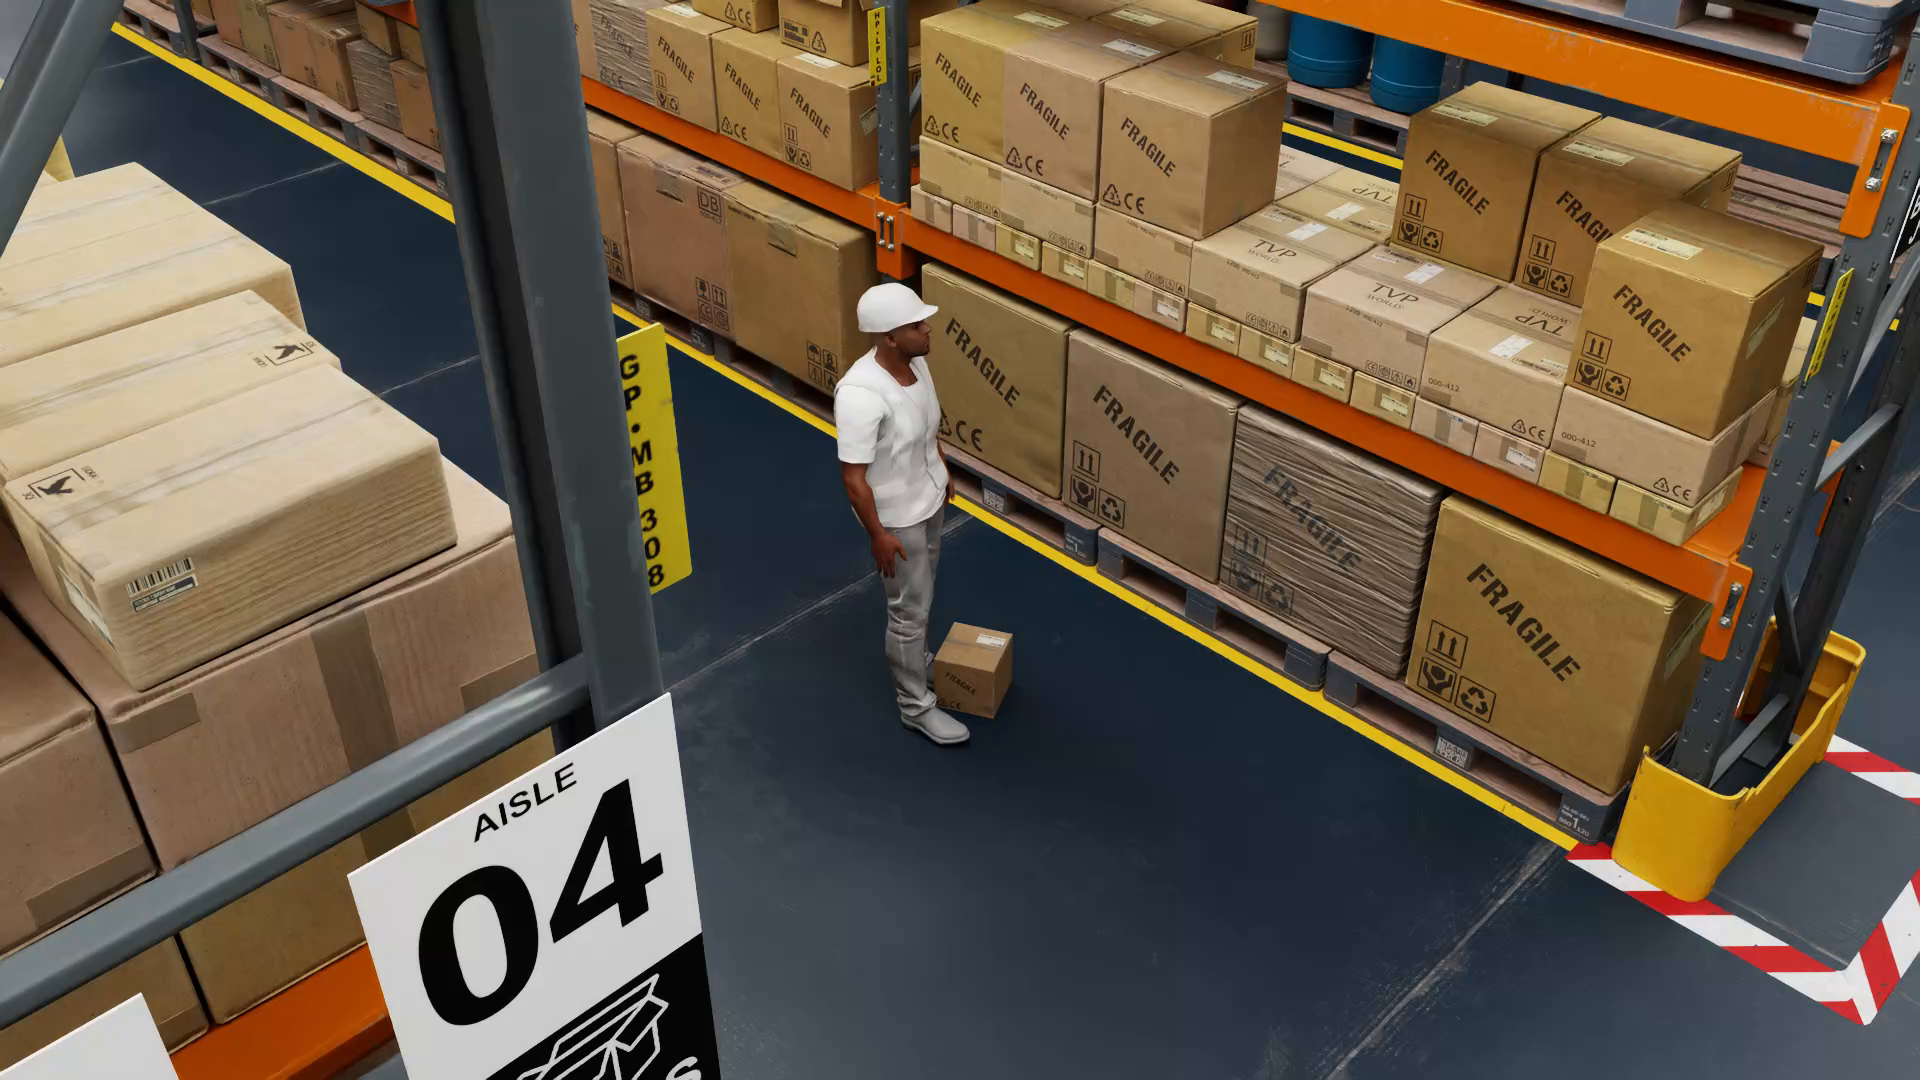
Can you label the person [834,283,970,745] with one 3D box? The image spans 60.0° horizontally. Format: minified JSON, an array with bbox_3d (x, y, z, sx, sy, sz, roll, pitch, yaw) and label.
[{"bbox_3d":[-0.143,-0.125,6.287,0.577,1.766,0.666,12,37,17],"label":"person"}]
